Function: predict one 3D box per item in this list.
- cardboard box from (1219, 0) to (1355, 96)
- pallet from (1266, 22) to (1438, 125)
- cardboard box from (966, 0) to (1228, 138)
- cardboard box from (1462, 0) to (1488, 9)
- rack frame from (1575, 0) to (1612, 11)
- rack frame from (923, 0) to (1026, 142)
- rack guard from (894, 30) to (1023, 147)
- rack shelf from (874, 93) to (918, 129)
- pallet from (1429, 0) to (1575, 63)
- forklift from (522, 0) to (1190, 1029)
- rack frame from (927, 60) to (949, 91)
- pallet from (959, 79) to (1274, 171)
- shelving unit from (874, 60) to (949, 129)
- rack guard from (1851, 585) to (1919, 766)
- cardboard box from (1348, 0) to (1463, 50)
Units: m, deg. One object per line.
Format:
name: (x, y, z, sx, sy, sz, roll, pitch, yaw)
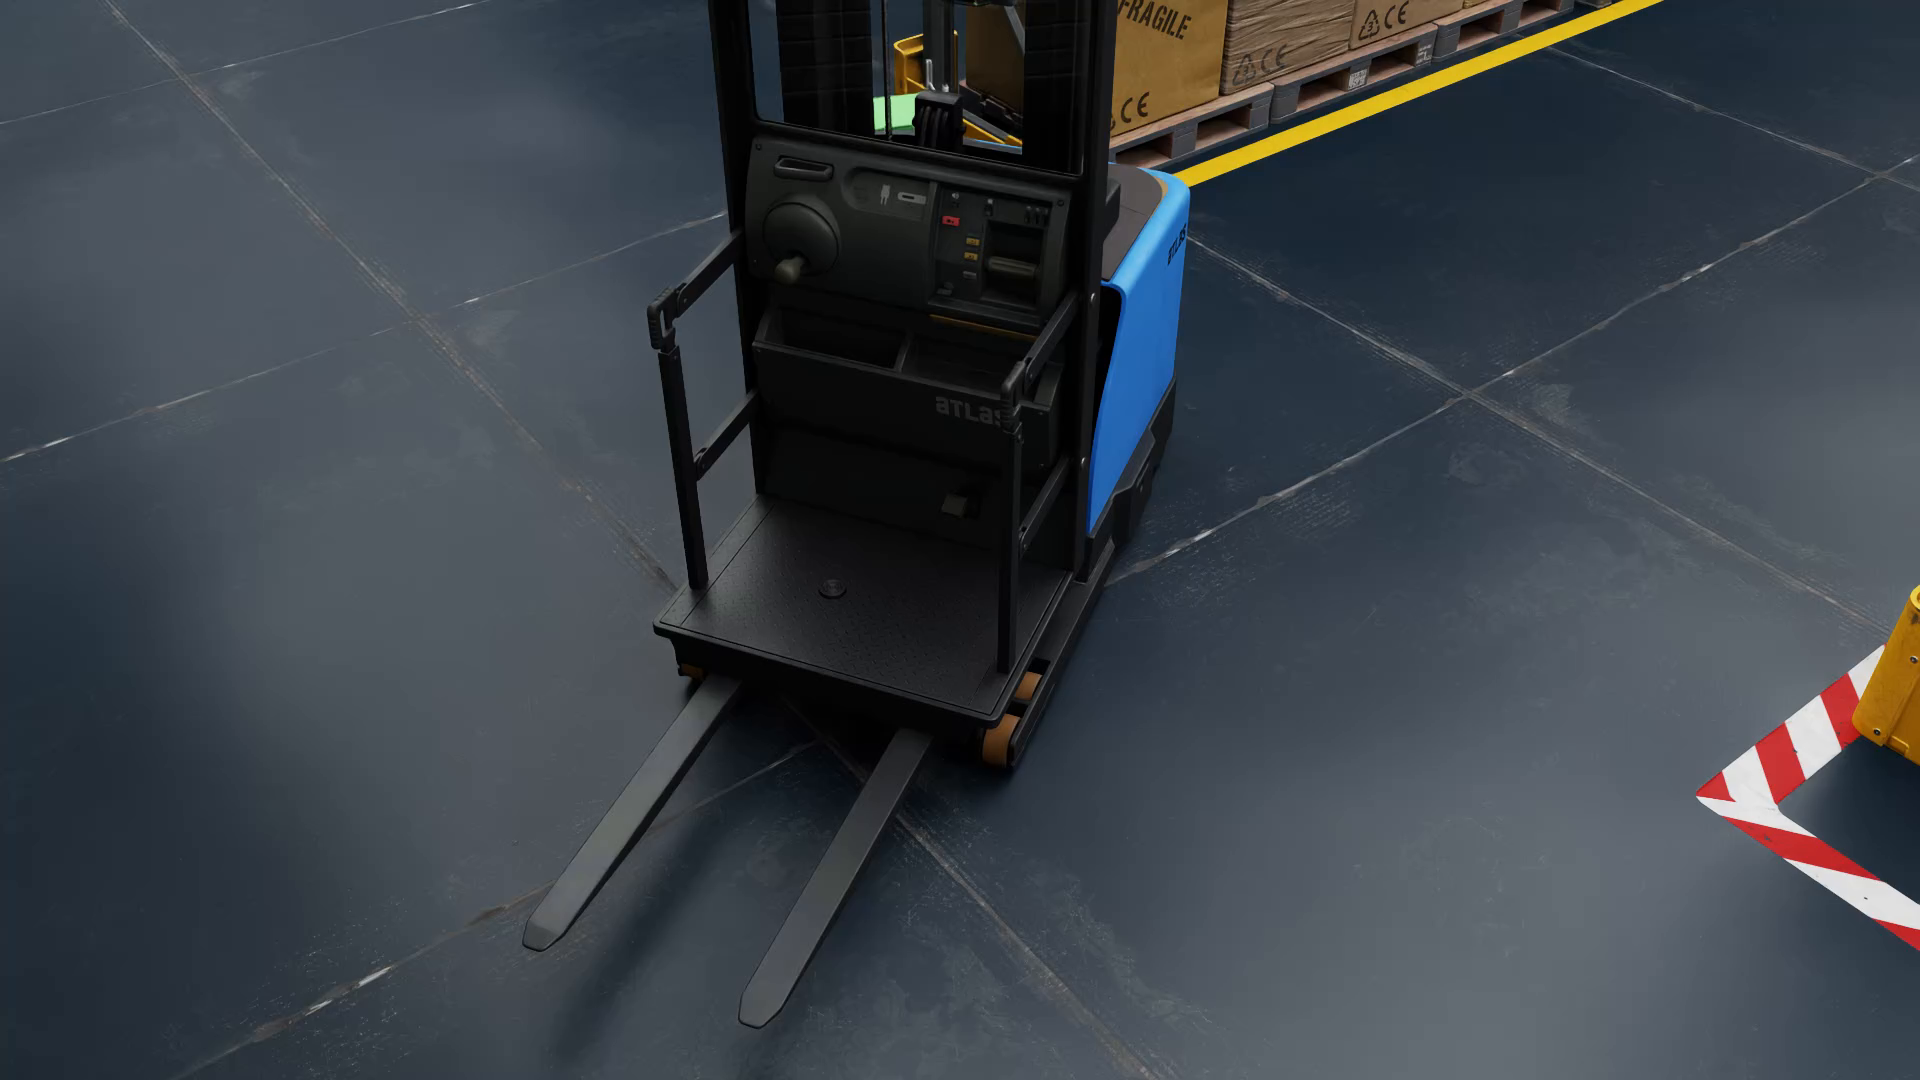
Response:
cardboard box: (1.358, -2.861, 8.217, 0.875, 0.875, 0.875, -26, 46, -28)
pallet: (1.730, -2.620, 8.778, 1.213, 0.211, 1.003, -26, 46, -28)
cardboard box: (0.636, -2.510, 7.788, 0.875, 0.875, 0.875, -26, 46, -28)
cardboard box: (2.777, -3.553, 9.060, 0.875, 0.875, 0.875, -26, 46, -28)
rack frame: (3.349, -4.427, 8.782, 0.127, 3.000, 1.000, -26, 46, -28)
rack frame: (0.177, -2.881, 6.897, 0.127, 3.000, 1.000, -26, 46, -28)
rack guard: (0.158, -1.905, 7.679, 0.348, 0.500, 1.175, -26, 46, -28)
rack shelf: (-0.313, -1.461, 5.929, 0.480, 0.148, 0.258, -10, 40, -12)
pallet: (2.698, -3.094, 9.356, 1.213, 0.211, 1.003, -26, 46, -28)
forklift: (-0.231, -0.763, 4.369, 1.130, 2.935, 3.031, 14, 41, 17)
rack frame: (-0.078, -1.183, 6.245, 0.015, 1.200, 0.240, -10, 40, -12)
pallet: (0.764, -2.151, 8.206, 1.213, 0.211, 1.003, -26, 46, -28)
shelving unit: (-0.313, -1.140, 6.193, 0.503, 1.200, 0.258, -10, 40, -12)
rack guard: (3.184, 0.592, 4.634, 0.348, 0.500, 1.175, -26, 46, -28)
cardboard box: (2.063, -3.205, 8.636, 0.875, 0.875, 0.875, -26, 46, -28)
